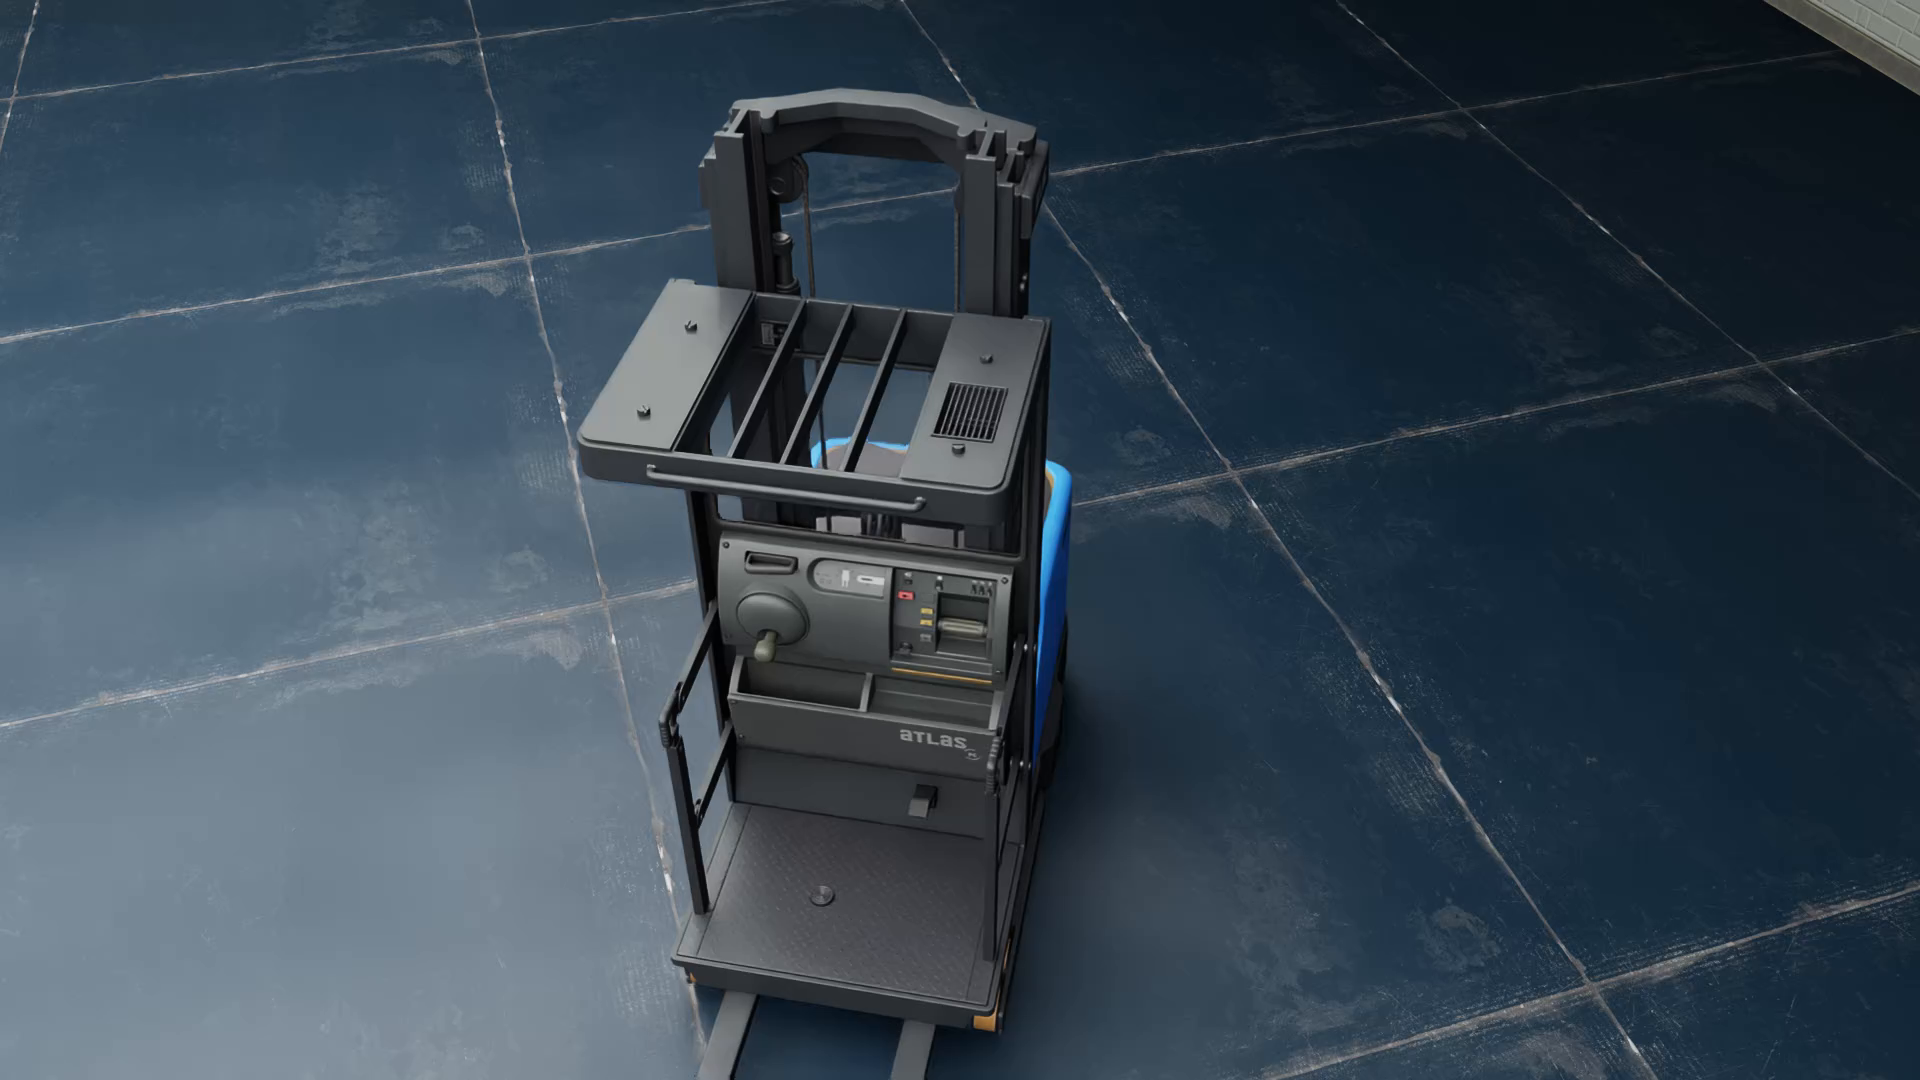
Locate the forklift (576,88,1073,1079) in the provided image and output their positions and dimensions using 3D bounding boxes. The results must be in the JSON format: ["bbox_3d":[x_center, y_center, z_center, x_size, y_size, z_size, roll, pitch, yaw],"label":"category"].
[{"bbox_3d":[-0.339,0.302,5.026,1.130,2.935,3.031,7,42,8],"label":"forklift"}]

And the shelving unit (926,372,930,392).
[{"bbox_3d":[-0.008,-0.337,7.302,0.210,0.900,0.258,-12,42,-13],"label":"shelving unit"}]

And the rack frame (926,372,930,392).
[{"bbox_3d":[-0.105,-0.317,7.279,0.006,0.900,0.240,-12,42,-13],"label":"rack frame"}]
